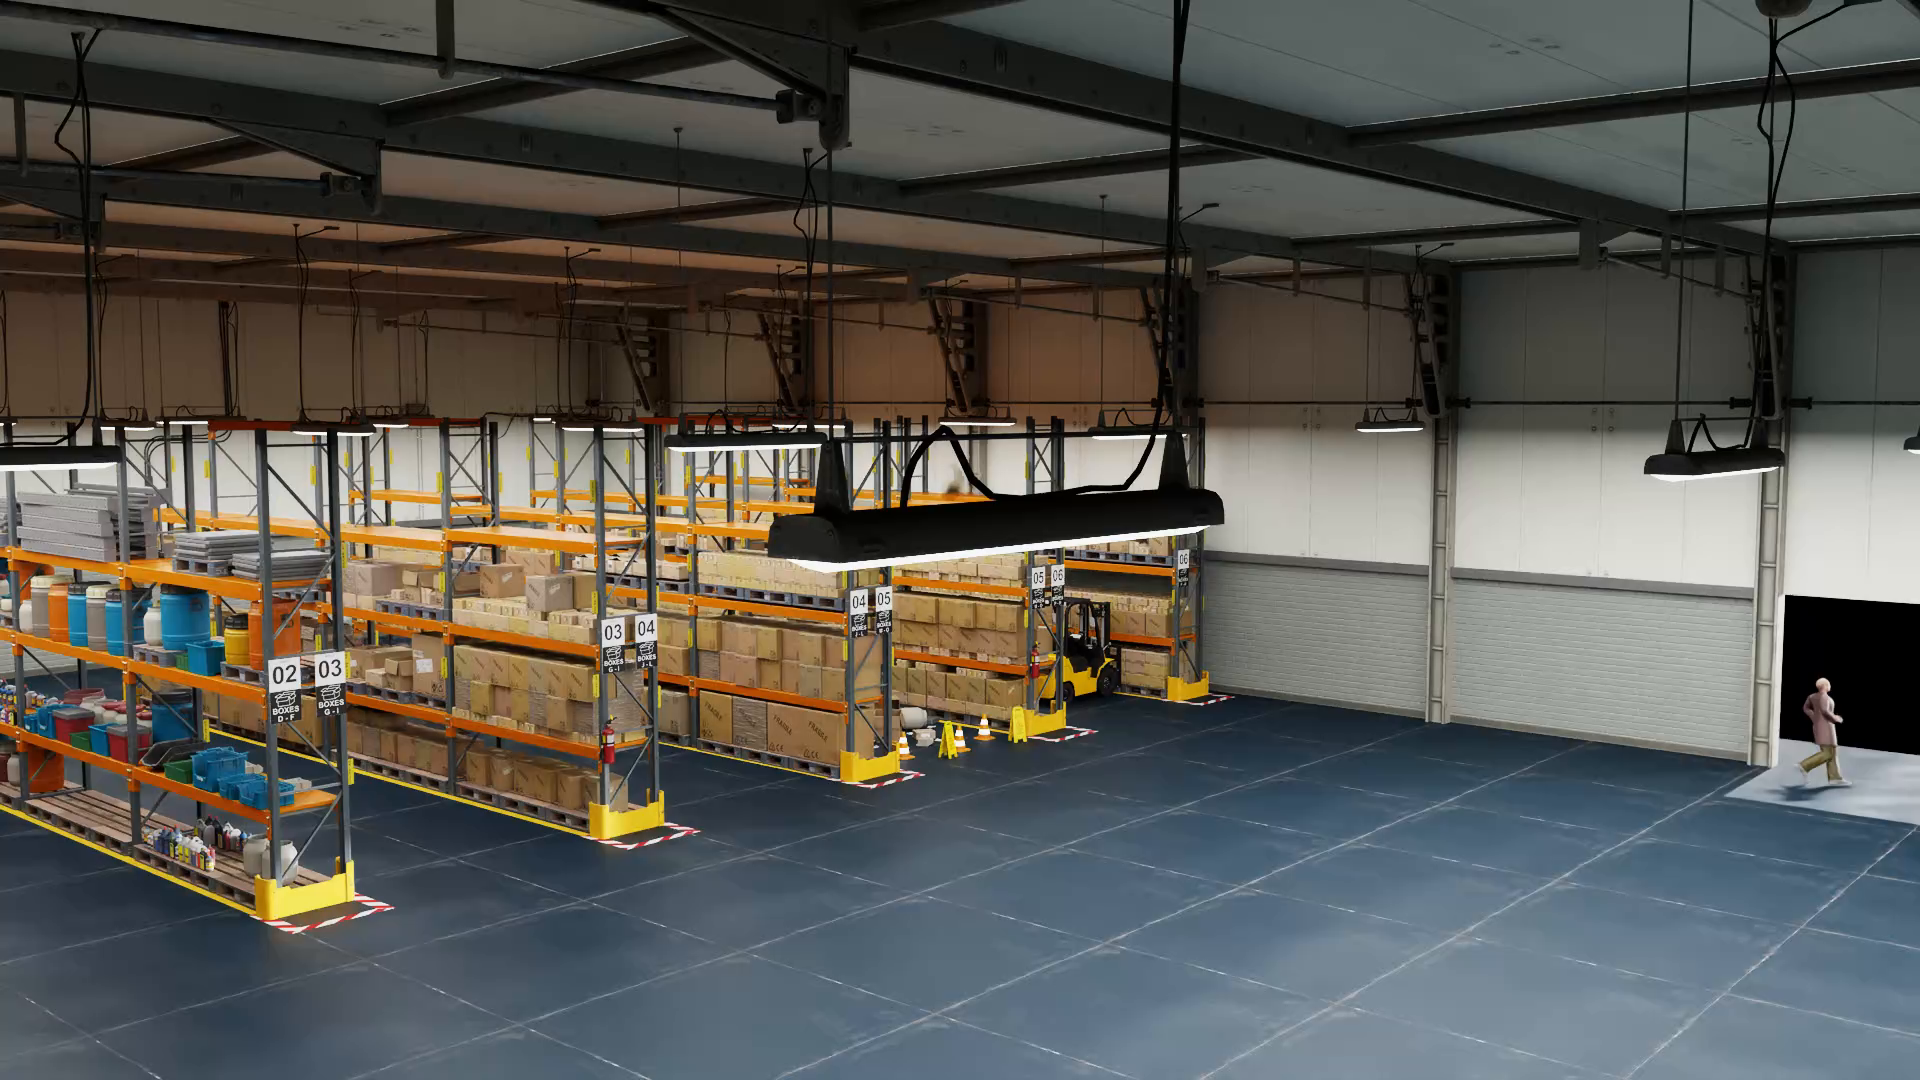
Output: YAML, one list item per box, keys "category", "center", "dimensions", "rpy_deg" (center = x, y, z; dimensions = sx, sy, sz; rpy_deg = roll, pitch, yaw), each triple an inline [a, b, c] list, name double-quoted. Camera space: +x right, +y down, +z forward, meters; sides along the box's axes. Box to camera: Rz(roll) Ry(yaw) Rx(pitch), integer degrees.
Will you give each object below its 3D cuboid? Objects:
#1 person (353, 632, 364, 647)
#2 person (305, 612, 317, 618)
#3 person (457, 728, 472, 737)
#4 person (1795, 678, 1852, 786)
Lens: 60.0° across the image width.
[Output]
- category: "person"
  center: [-11.891, 2.708, 33.099]
  dimensions: [0.645, 1.760, 0.640]
  rpy_deg: [3, 6, 36]
- category: "person"
  center: [-14.447, 2.412, 36.905]
  dimensions: [0.660, 1.630, 0.912]
  rpy_deg: [-1, 5, -16]
- category: "person"
  center: [-9.056, 2.928, 30.695]
  dimensions: [0.811, 1.749, 0.620]
  rpy_deg: [3, 6, 33]
- category: "person"
  center: [14.303, 3.172, 27.646]
  dimensions: [0.902, 1.743, 0.755]
  rpy_deg: [1, 5, 10]
